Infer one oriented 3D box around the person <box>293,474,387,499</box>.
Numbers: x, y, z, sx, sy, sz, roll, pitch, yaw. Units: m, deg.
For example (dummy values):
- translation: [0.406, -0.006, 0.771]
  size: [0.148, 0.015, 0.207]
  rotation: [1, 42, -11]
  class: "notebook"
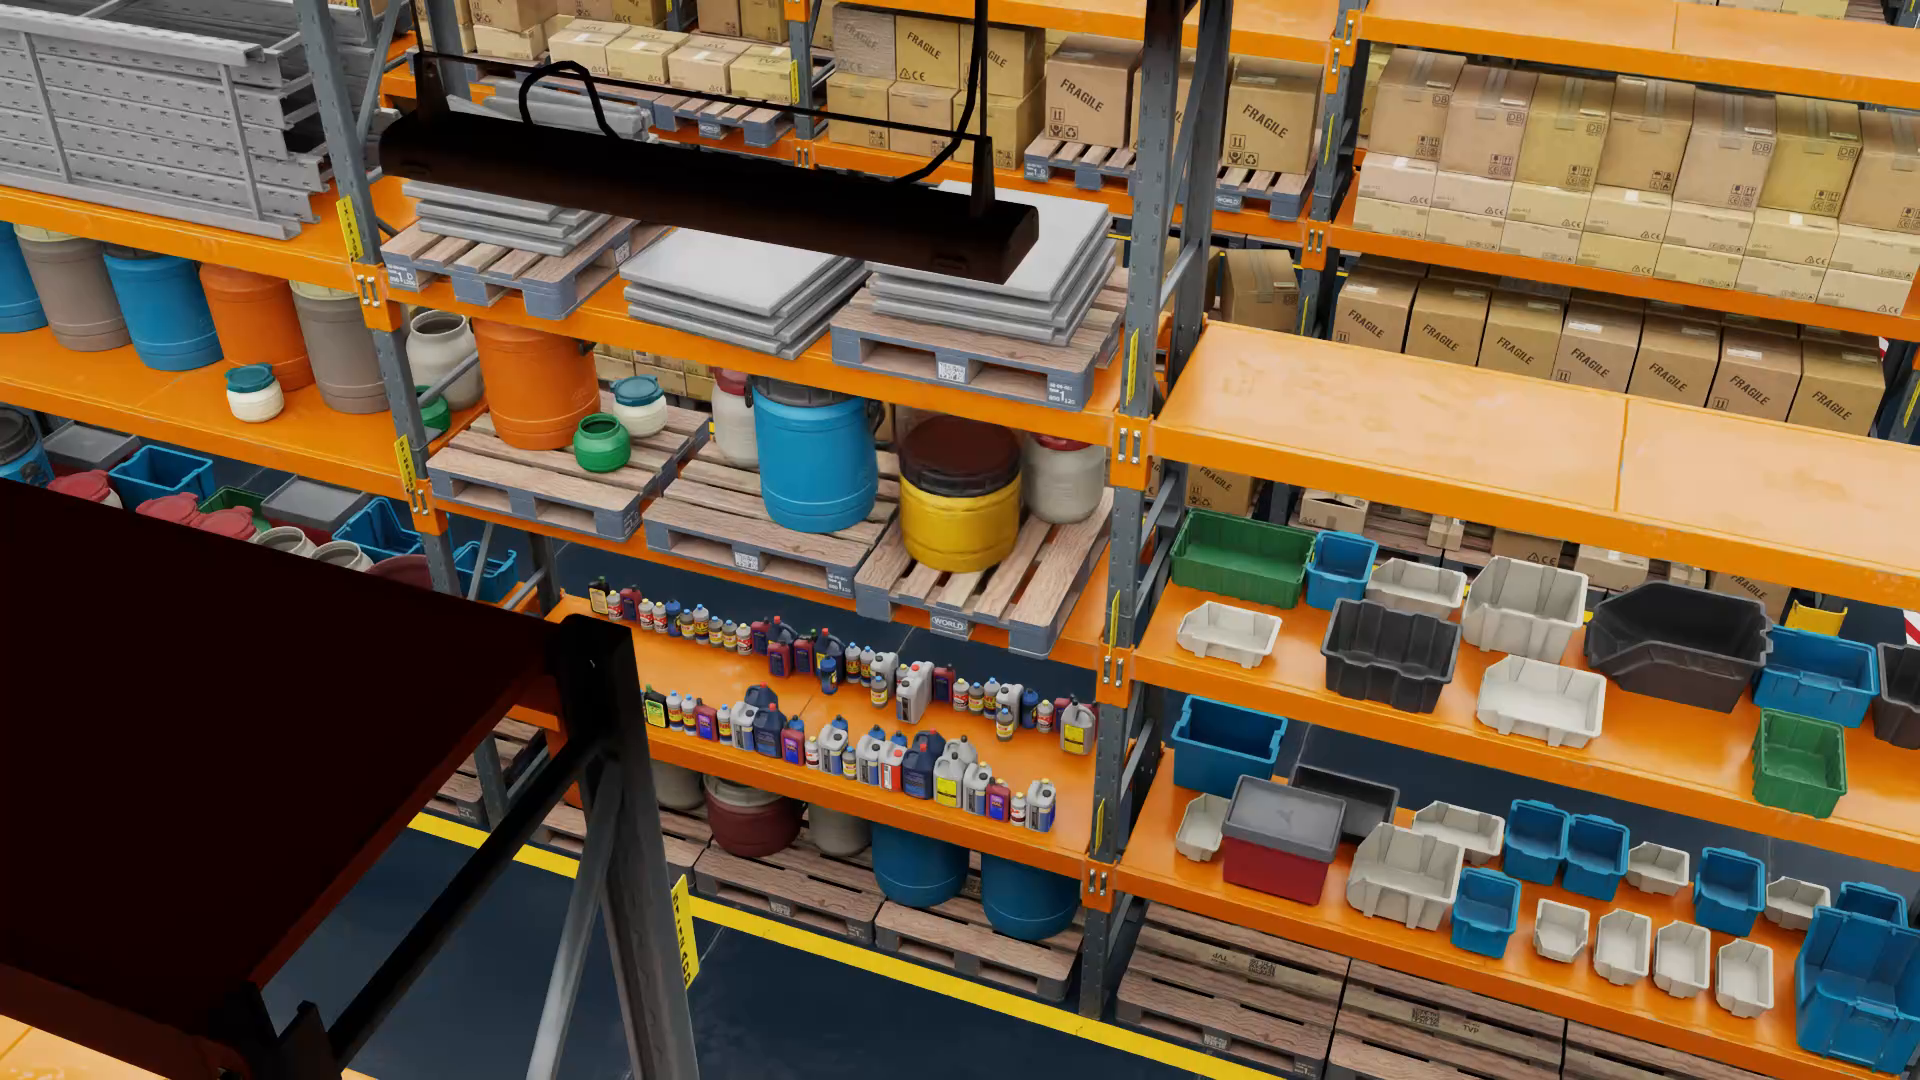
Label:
- translation: [-5.195, -1.094, 13.378]
  size: [0.871, 1.765, 0.552]
  rotation: [-1, 37, -1]
  class: "person"
